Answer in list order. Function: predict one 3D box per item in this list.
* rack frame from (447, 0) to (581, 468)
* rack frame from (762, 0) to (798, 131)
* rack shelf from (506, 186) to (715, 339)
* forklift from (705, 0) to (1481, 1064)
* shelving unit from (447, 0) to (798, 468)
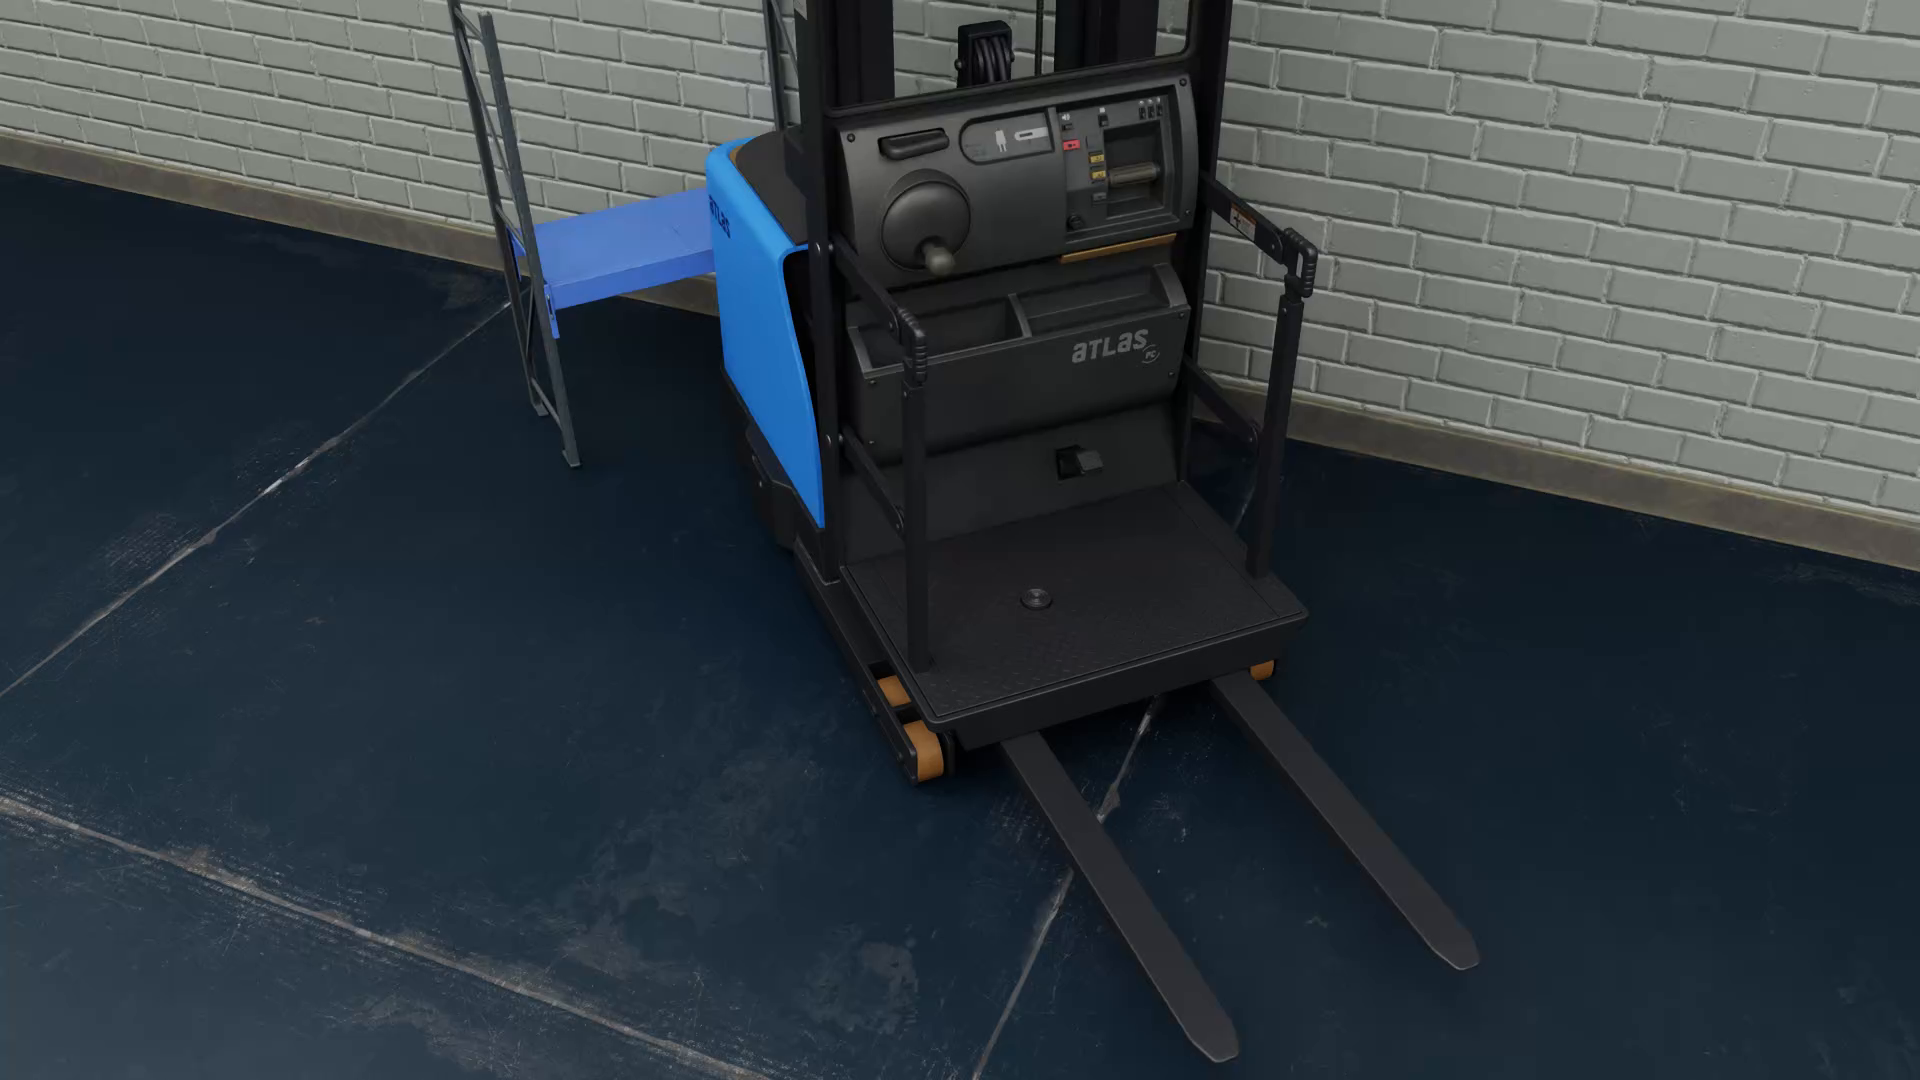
[{"bbox_3d":[-1.420,-0.983,5.293,0.032,1.500,0.500,-18,37,-21],"label":"rack frame"},{"bbox_3d":[-0.516,-1.275,5.657,0.032,1.500,0.500,-18,37,-21],"label":"rack frame"},{"bbox_3d":[-0.961,-0.981,5.577,1.000,0.185,0.538,-18,37,-21],"label":"rack shelf"},{"bbox_3d":[0.245,-0.827,3.908,1.130,2.935,3.031,-14,39,-18],"label":"forklift"},{"bbox_3d":[-0.968,-1.129,5.475,1.048,1.500,0.538,-18,37,-21],"label":"shelving unit"}]
